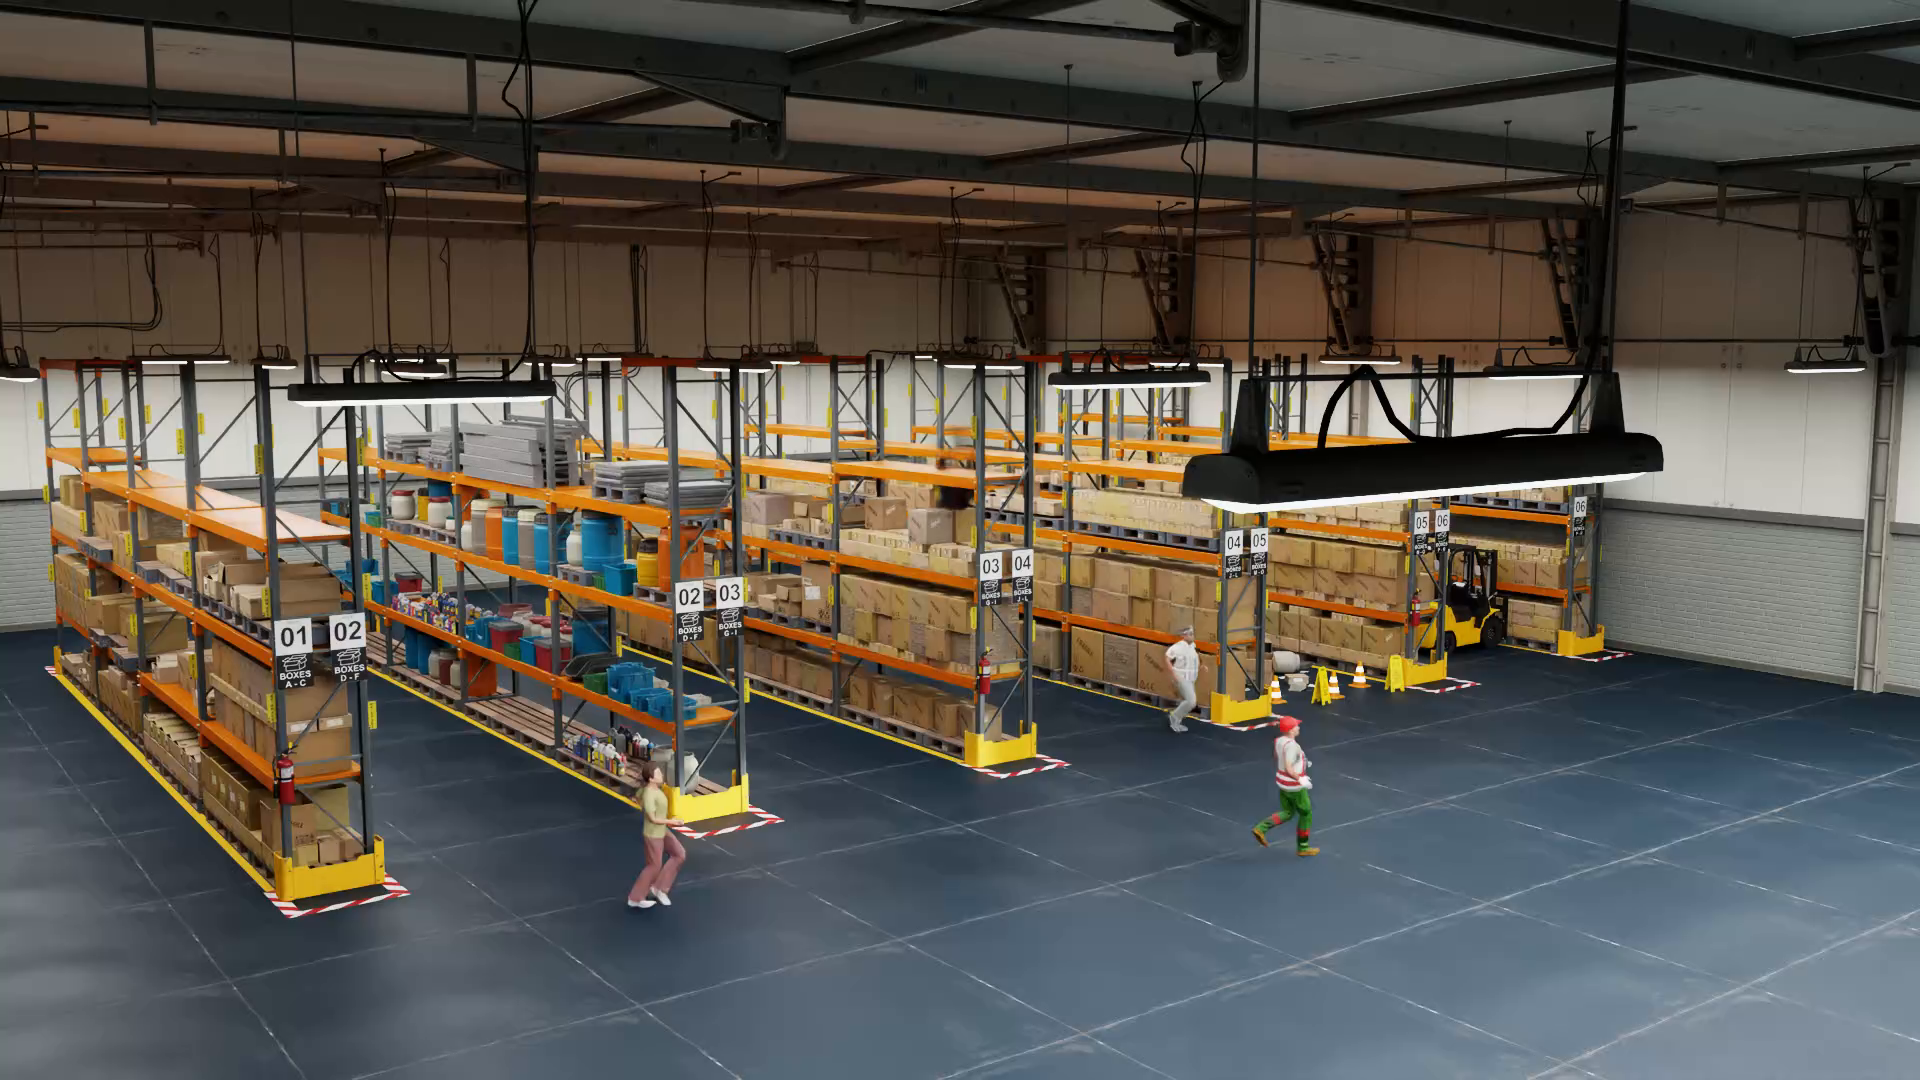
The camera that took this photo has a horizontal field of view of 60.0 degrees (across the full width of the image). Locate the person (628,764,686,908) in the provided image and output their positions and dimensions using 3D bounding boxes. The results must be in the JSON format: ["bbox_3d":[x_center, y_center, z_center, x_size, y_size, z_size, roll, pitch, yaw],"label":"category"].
[{"bbox_3d":[-3.396,3.296,18.543,0.644,1.653,0.582,-1,7,-5],"label":"person"}]

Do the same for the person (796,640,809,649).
[{"bbox_3d":[-3.083,1.585,33.053,0.509,1.650,0.721,-5,8,-34],"label":"person"}]

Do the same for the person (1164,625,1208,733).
[{"bbox_3d":[3.690,2.246,26.909,0.614,1.746,0.667,5,8,36],"label":"person"}]

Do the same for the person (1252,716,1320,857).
[{"bbox_3d":[4.025,3.020,20.375,0.856,1.759,0.668,-2,7,-13],"label":"person"}]
